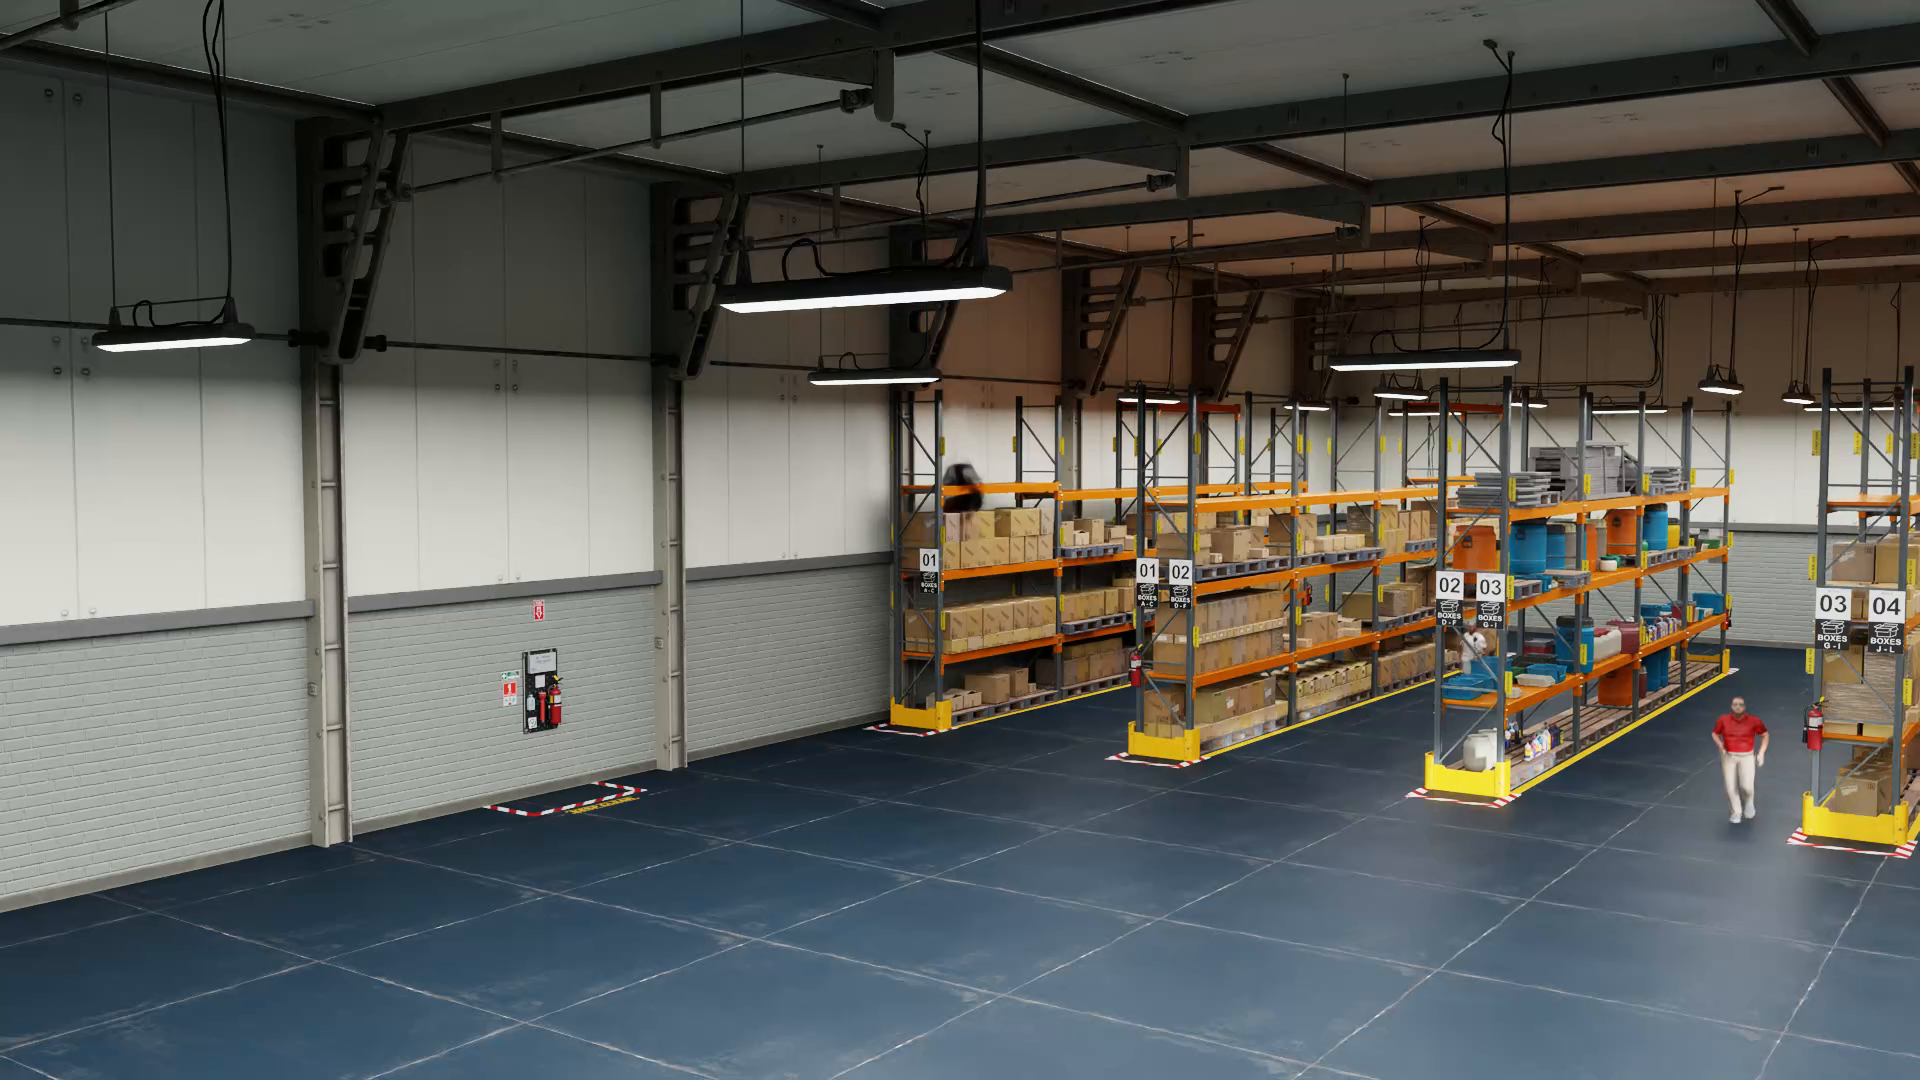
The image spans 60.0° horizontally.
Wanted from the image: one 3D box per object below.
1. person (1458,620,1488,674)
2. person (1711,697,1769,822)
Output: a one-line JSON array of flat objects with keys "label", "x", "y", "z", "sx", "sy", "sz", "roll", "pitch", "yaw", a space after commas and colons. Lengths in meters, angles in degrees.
[{"label": "person", "x": 9.912, "y": 2.366, "z": 32.179, "sx": 0.593, "sy": 1.664, "sz": 0.660, "roll": 2, "pitch": 4, "yaw": 35}, {"label": "person", "x": 10.317, "y": 2.915, "z": 22.040, "sx": 0.683, "sy": 1.682, "sz": 0.681, "roll": 2, "pitch": 4, "yaw": 32}]
